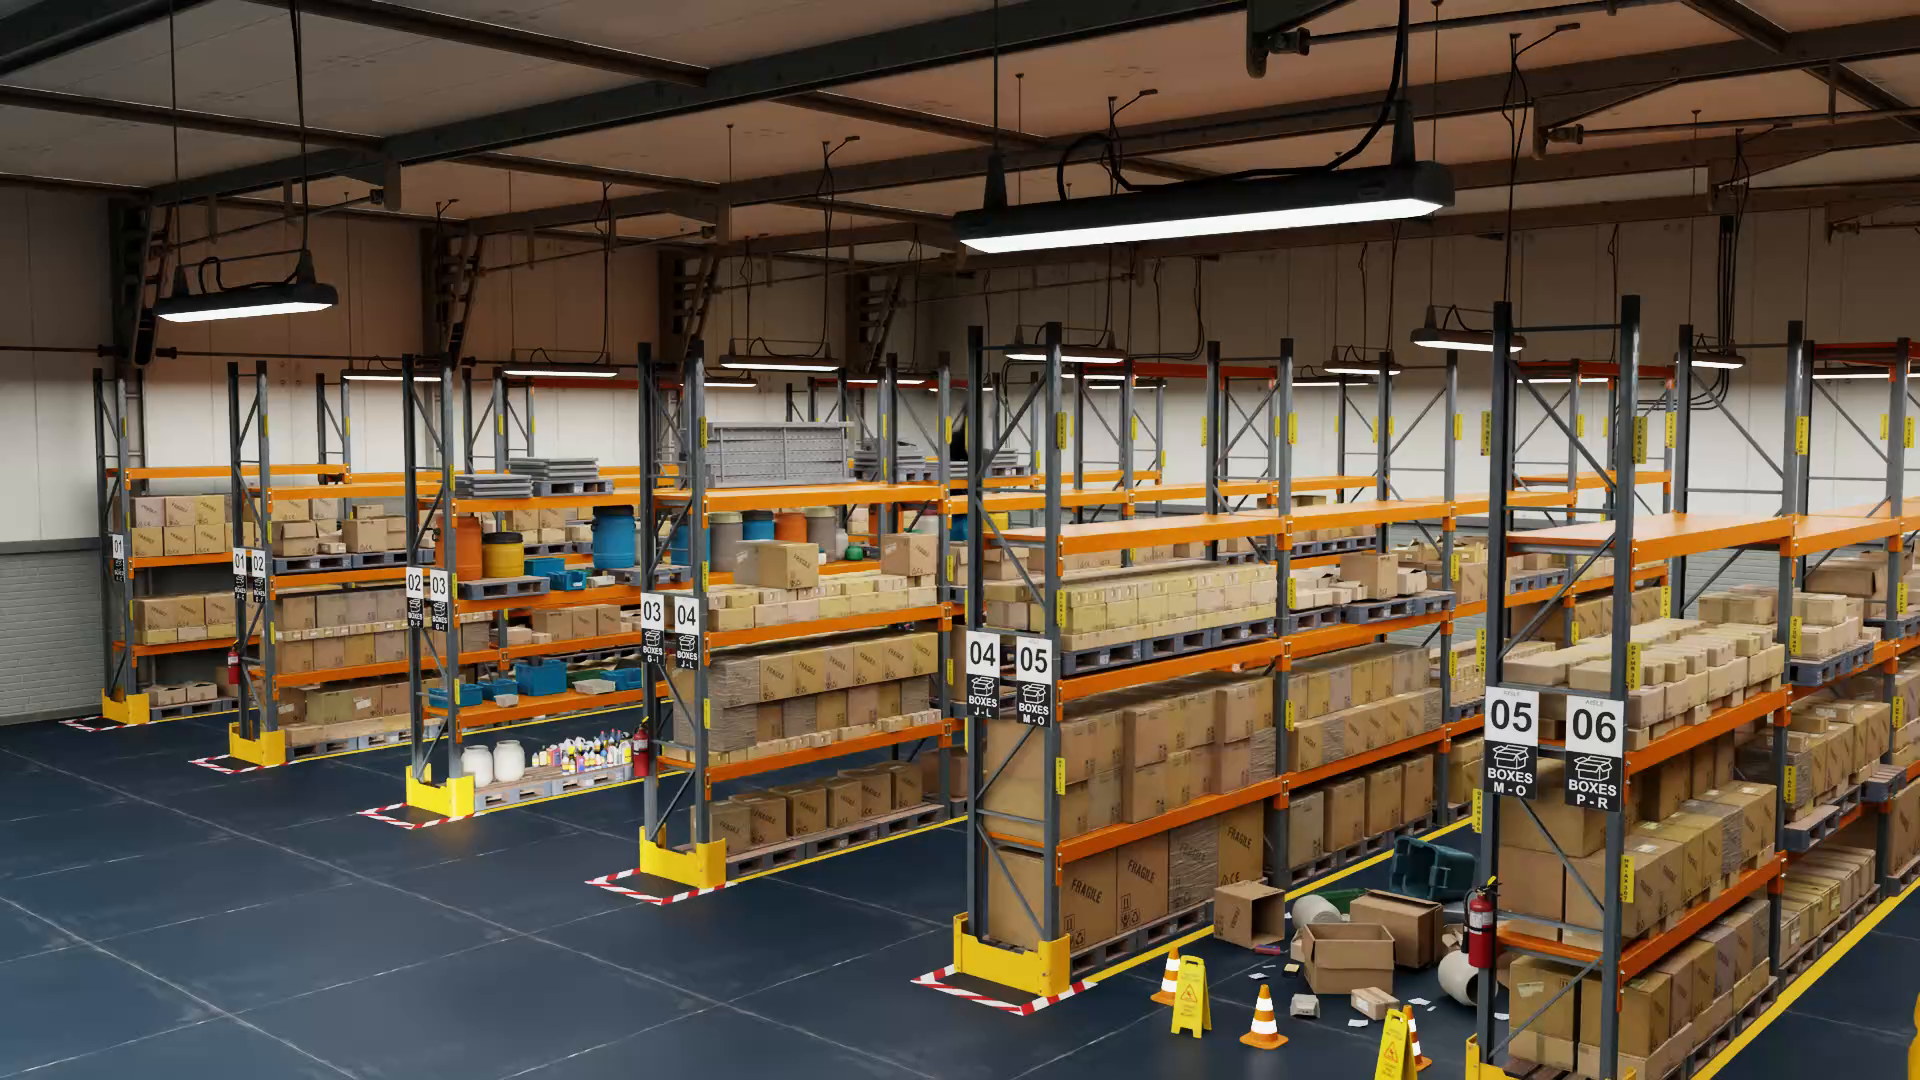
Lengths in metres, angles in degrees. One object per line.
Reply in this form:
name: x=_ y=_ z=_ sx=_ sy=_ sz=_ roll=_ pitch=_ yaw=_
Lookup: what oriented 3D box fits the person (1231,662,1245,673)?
person: x=4.067 y=2.529 z=24.466 sx=0.582 sy=1.566 sz=0.504 roll=4 pitch=6 yaw=43
